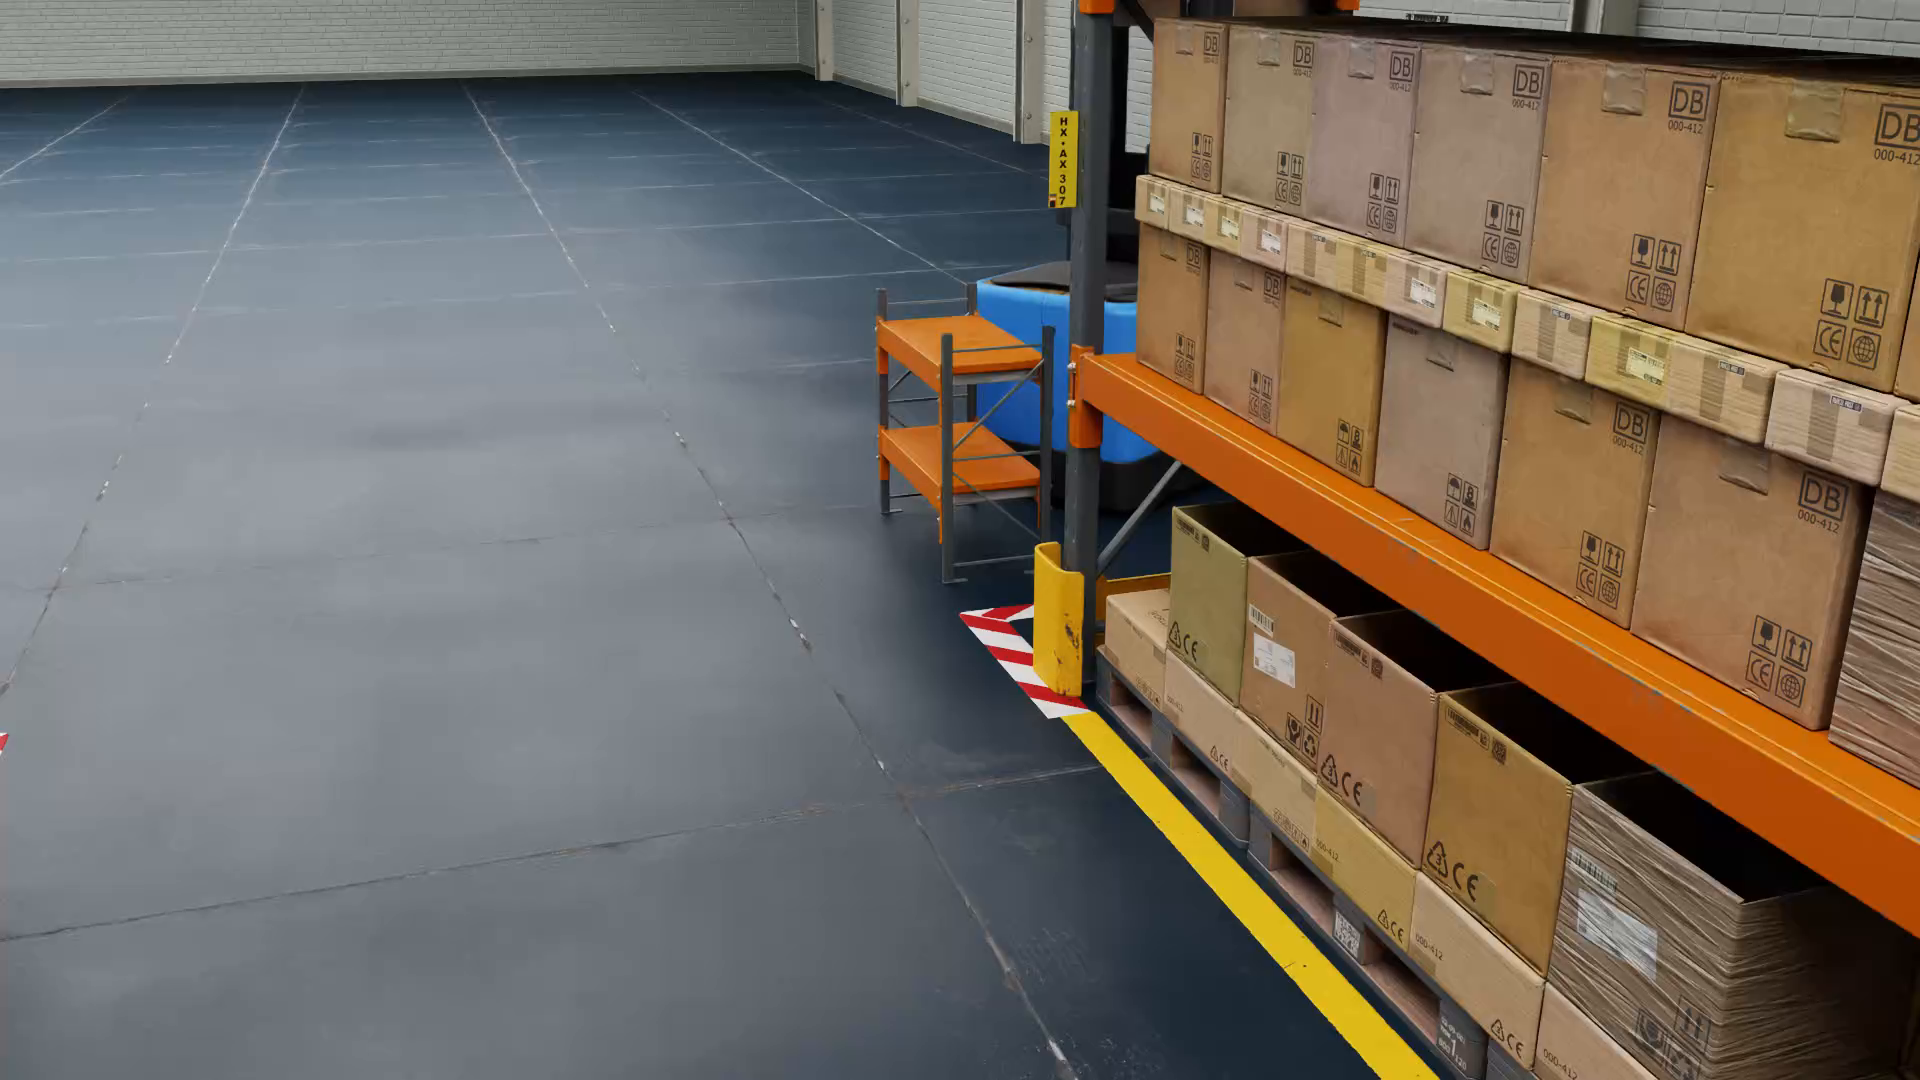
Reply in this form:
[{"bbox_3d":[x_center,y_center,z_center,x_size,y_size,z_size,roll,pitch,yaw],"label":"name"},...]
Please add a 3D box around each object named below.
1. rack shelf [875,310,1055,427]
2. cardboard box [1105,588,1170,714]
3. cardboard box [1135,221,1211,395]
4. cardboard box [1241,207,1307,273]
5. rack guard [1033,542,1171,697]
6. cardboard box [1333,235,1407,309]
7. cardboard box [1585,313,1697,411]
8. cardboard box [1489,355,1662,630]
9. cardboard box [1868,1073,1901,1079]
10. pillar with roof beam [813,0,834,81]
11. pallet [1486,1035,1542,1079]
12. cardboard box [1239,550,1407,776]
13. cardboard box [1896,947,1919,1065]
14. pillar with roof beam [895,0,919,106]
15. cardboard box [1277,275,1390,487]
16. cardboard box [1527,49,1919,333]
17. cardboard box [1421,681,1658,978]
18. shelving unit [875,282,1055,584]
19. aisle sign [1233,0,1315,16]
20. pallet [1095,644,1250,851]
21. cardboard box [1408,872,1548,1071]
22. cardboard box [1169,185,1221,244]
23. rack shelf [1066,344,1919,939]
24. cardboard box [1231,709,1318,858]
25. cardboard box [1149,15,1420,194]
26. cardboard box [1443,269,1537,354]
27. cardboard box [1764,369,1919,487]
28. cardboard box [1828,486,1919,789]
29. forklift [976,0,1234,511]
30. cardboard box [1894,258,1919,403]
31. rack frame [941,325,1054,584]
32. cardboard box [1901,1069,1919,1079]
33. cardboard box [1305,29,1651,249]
[{"bbox_3d":[0.002,-0.803,7.621,0.538,0.278,1.000,-6,21,-17],"label":"rack shelf"},{"bbox_3d":[0.842,0.370,5.896,0.500,0.250,0.500,-6,21,-17],"label":"cardboard box"},{"bbox_3d":[1.020,-0.818,5.609,0.700,0.500,0.500,-6,21,-17],"label":"cardboard box"},{"bbox_3d":[1.044,-0.880,4.822,0.380,0.149,0.250,-7,21,-18],"label":"cardboard box"},{"bbox_3d":[0.878,0.246,6.491,1.175,0.500,0.348,-6,21,-17],"label":"rack guard"},{"bbox_3d":[1.211,-0.713,4.356,0.380,0.149,0.250,-7,21,-18],"label":"cardboard box"},{"bbox_3d":[1.535,-0.382,3.436,0.380,0.149,0.250,-6,21,-17],"label":"cardboard box"},{"bbox_3d":[1.671,-0.158,3.770,0.700,0.500,0.500,-6,21,-16],"label":"cardboard box"},{"bbox_3d":[1.789,1.332,3.217,0.500,0.250,0.500,-6,21,-17],"label":"cardboard box"},{"bbox_3d":[-6.888,-13.310,31.662,9.100,9.000,0.400,-6,21,-17],"label":"pillar with roof beam"},{"bbox_3d":[1.932,1.414,3.668,1.003,0.211,1.213,-6,21,-17],"label":"pallet"},{"bbox_3d":[1.171,0.336,4.880,0.500,0.500,0.500,-6,21,-17],"label":"cardboard box"},{"bbox_3d":[2.129,0.763,3.692,0.500,0.500,0.500,-6,21,-17],"label":"cardboard box"},{"bbox_3d":[-5.003,-11.385,26.301,9.100,9.000,0.400,-6,21,-17],"label":"pillar with roof beam"},{"bbox_3d":[1.340,-0.490,4.696,0.700,0.500,0.500,-6,21,-17],"label":"cardboard box"},{"bbox_3d":[1.680,-0.761,3.531,0.700,0.500,0.500,-6,21,-17],"label":"cardboard box"},{"bbox_3d":[1.482,0.657,3.986,0.500,0.500,0.500,-6,21,-17],"label":"cardboard box"},{"bbox_3d":[0.002,-0.527,7.720,0.538,1.125,1.048,-6,21,-17],"label":"shelving unit"},{"bbox_3d":[1.143,-2.198,5.753,0.394,0.787,0.004,-6,21,-17],"label":"aisle sign"},{"bbox_3d":[1.165,0.631,5.848,1.003,0.211,1.213,-6,21,-17],"label":"pallet"},{"bbox_3d":[1.470,1.012,4.109,0.500,0.250,0.500,-6,21,-17],"label":"cardboard box"},{"bbox_3d":[0.890,-1.042,5.271,0.380,0.149,0.250,-7,21,-19],"label":"cardboard box"},{"bbox_3d":[1.514,0.058,4.382,1.077,0.370,4.000,-6,21,-17],"label":"rack shelf"},{"bbox_3d":[1.160,0.690,5.004,0.500,0.250,0.500,-6,21,-17],"label":"cardboard box"},{"bbox_3d":[1.036,-1.412,5.343,0.700,0.500,0.500,-6,21,-17],"label":"cardboard box"},{"bbox_3d":[1.370,-0.548,3.898,0.380,0.149,0.250,-6,21,-15],"label":"cardboard box"},{"bbox_3d":[1.693,-0.219,2.981,0.380,0.149,0.250,-7,21,-19],"label":"cardboard box"},{"bbox_3d":[1.997,0.172,2.851,0.700,0.500,0.500,-7,21,-19],"label":"cardboard box"},{"bbox_3d":[1.321,-1.952,9.014,1.130,2.935,3.031,15,24,35],"label":"forklift"},{"bbox_3d":[1.997,-0.438,2.632,0.700,0.500,0.500,-6,21,-17],"label":"cardboard box"},{"bbox_3d":[0.162,-0.364,7.266,0.500,1.125,0.032,-6,21,-17],"label":"rack frame"},{"bbox_3d":[2.284,1.277,3.371,0.500,0.250,0.500,-6,21,-17],"label":"cardboard box"},{"bbox_3d":[1.366,-1.082,4.425,0.700,0.500,0.500,-6,21,-17],"label":"cardboard box"}]
